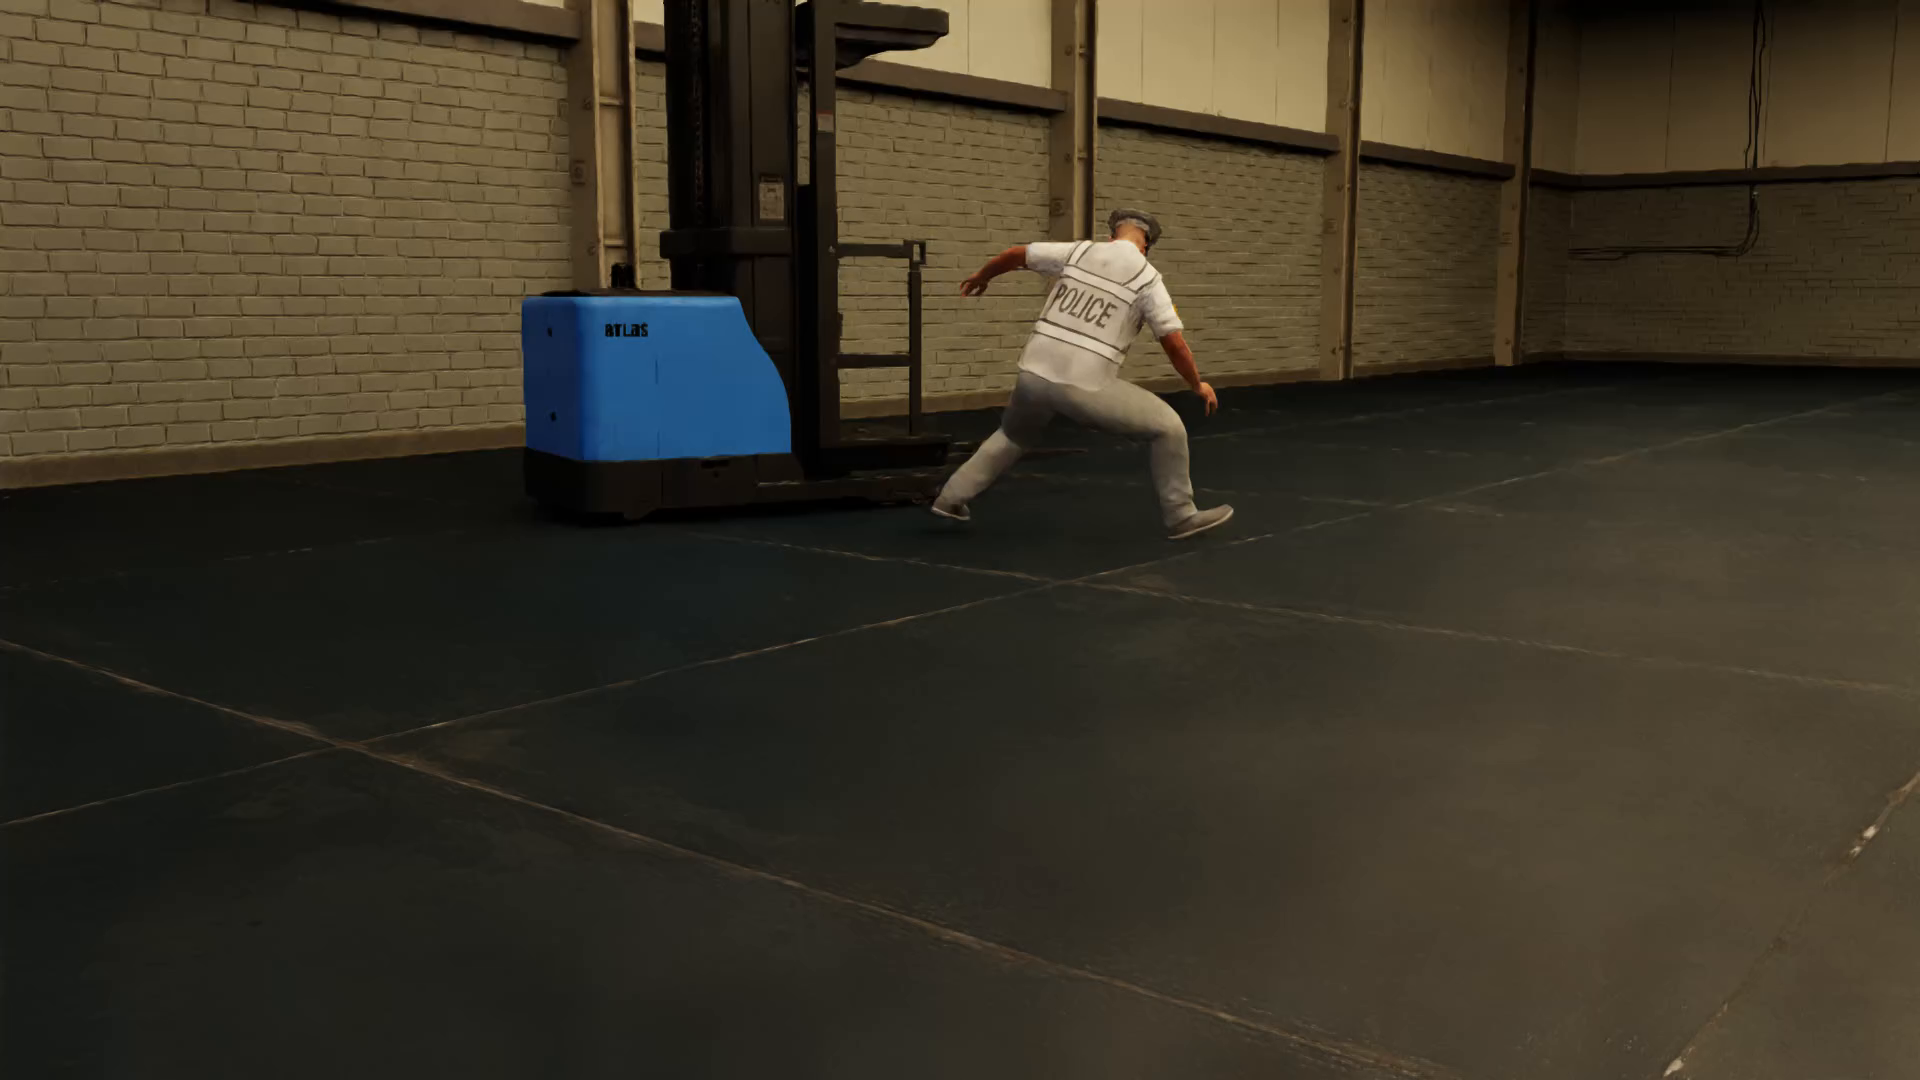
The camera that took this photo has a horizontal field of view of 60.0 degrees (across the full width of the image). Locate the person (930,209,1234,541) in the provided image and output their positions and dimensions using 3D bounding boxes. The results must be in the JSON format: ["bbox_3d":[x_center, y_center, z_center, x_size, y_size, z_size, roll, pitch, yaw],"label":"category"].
[{"bbox_3d":[0.526,-0.732,7.445,1.252,1.455,0.750,6,10,35],"label":"person"}]

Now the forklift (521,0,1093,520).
[{"bbox_3d":[-0.712,-1.677,8.741,3.031,2.935,1.130,-5,10,-31],"label":"forklift"}]
